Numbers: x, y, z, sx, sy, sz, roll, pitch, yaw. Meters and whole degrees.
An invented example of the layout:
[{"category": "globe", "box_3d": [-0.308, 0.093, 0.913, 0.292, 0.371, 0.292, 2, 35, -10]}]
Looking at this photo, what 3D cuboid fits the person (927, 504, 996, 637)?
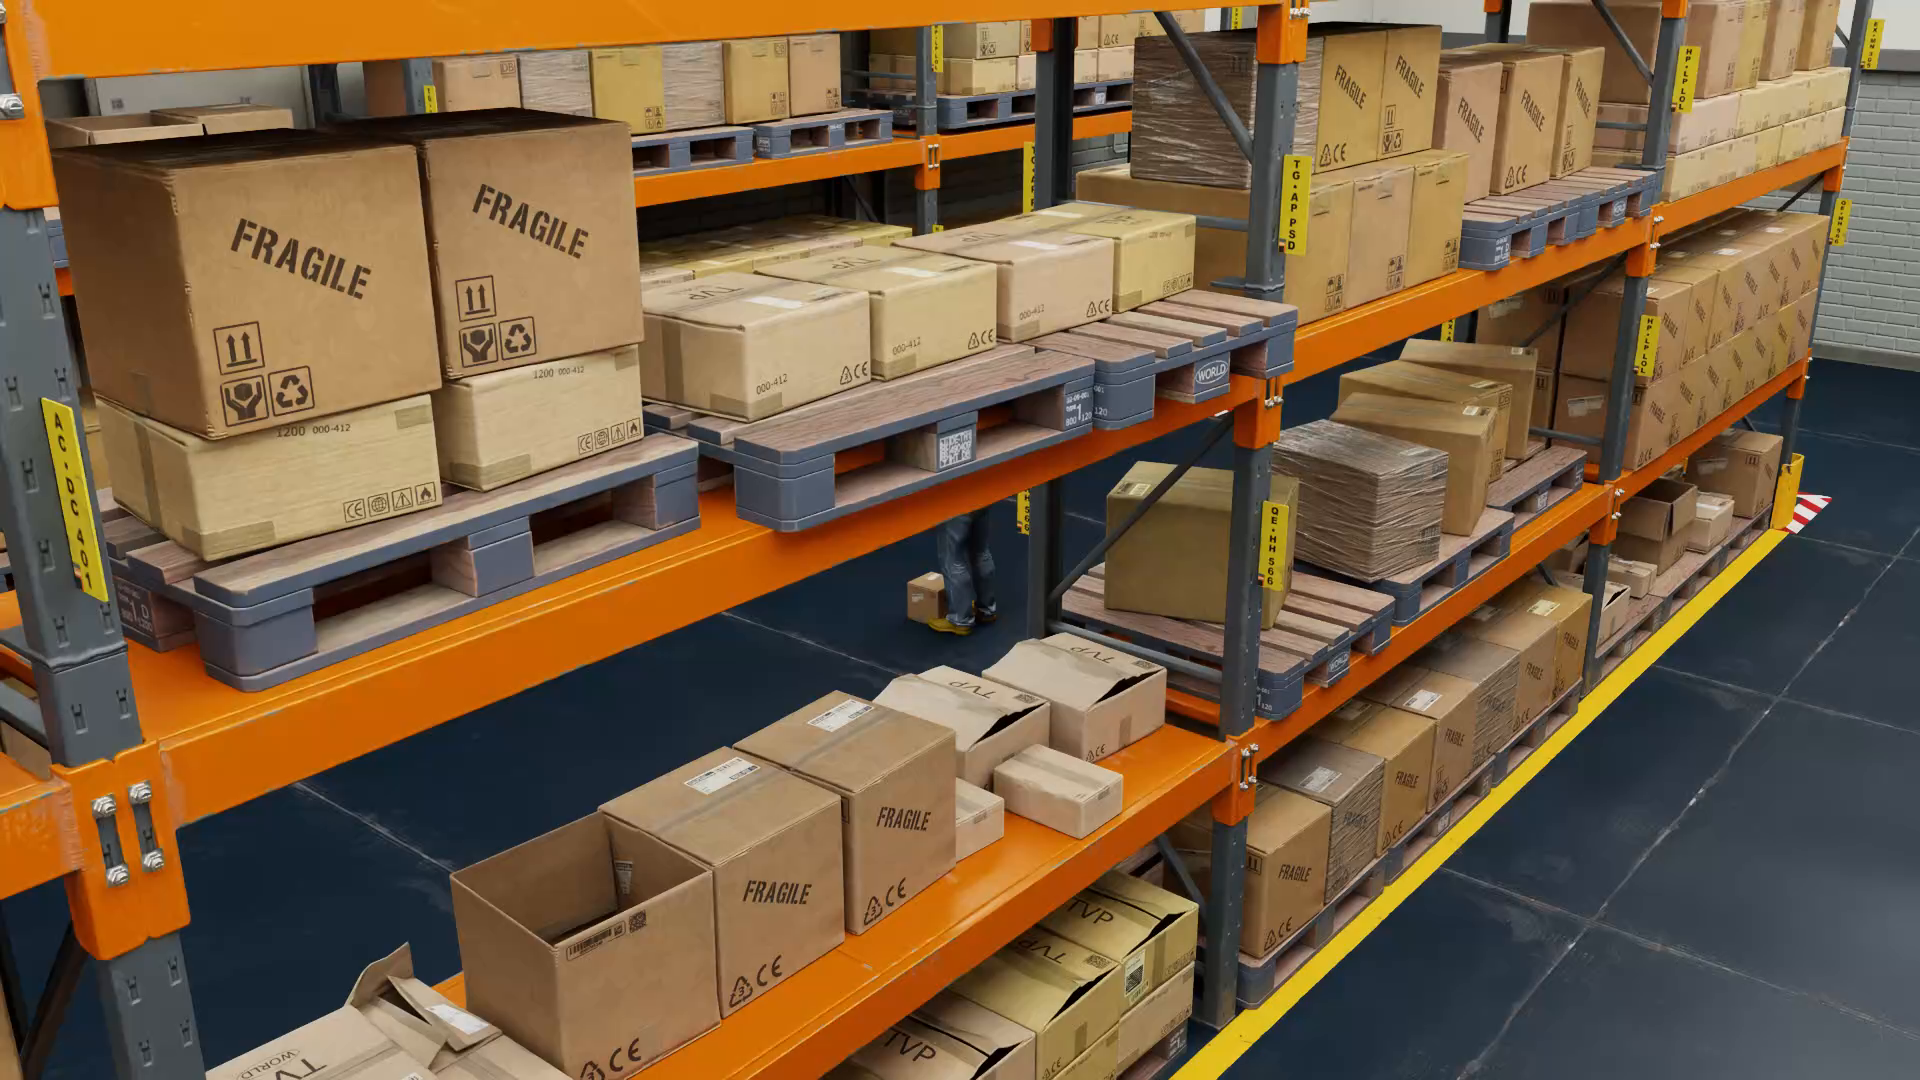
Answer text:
[{"category": "person", "box_3d": [0.012, -0.280, 10.313, 0.458, 1.761, 0.638, 15, 25, 35]}]
